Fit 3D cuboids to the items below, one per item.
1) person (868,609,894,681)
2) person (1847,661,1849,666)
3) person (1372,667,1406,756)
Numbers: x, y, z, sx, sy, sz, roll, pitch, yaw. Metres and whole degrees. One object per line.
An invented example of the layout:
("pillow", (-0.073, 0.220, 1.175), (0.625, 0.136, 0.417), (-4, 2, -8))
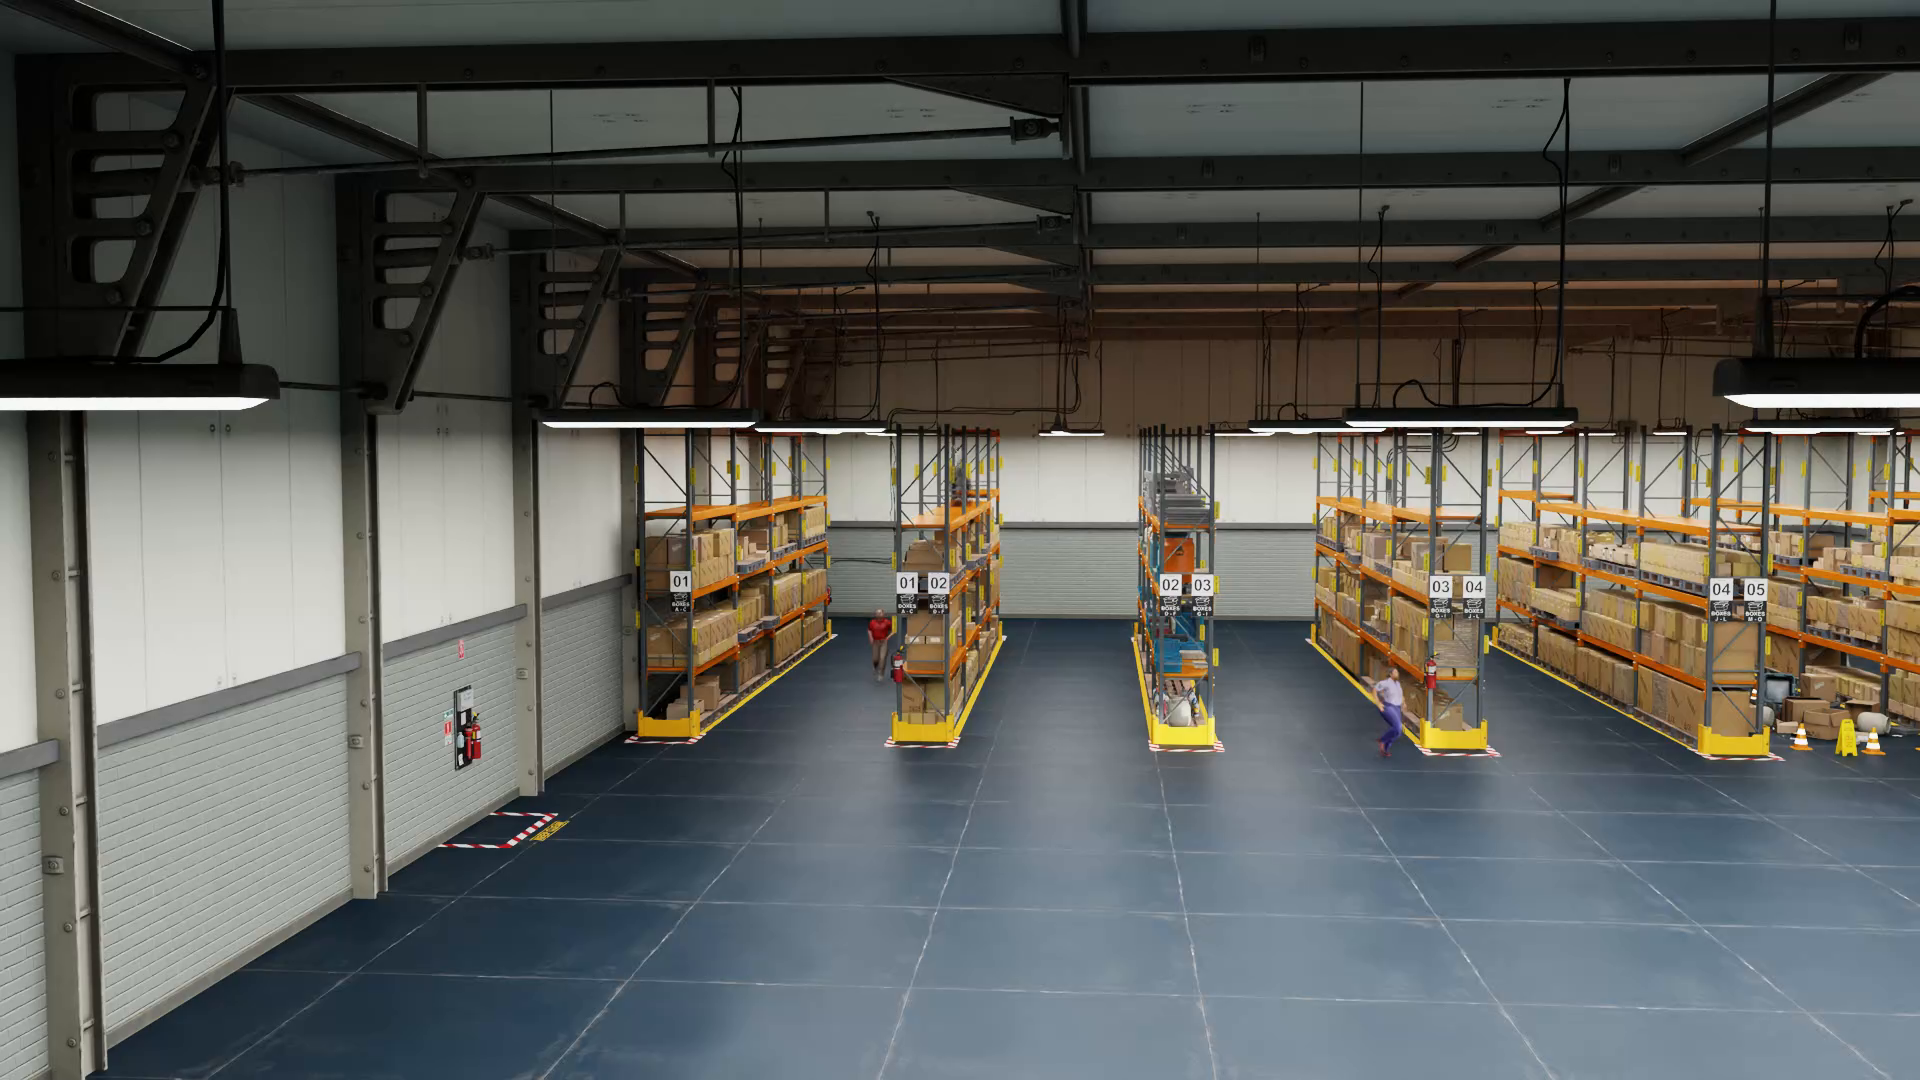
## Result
("person", (-1.874, 2.484, 39.484), (0.653, 1.700, 0.645), (0, 3, 5))
("person", (21.328, 2.408, 40.503), (0.590, 1.687, 0.909), (0, 3, -1))
("person", (7.833, 3.106, 30.056), (0.641, 1.599, 0.555), (-3, 5, -44))
